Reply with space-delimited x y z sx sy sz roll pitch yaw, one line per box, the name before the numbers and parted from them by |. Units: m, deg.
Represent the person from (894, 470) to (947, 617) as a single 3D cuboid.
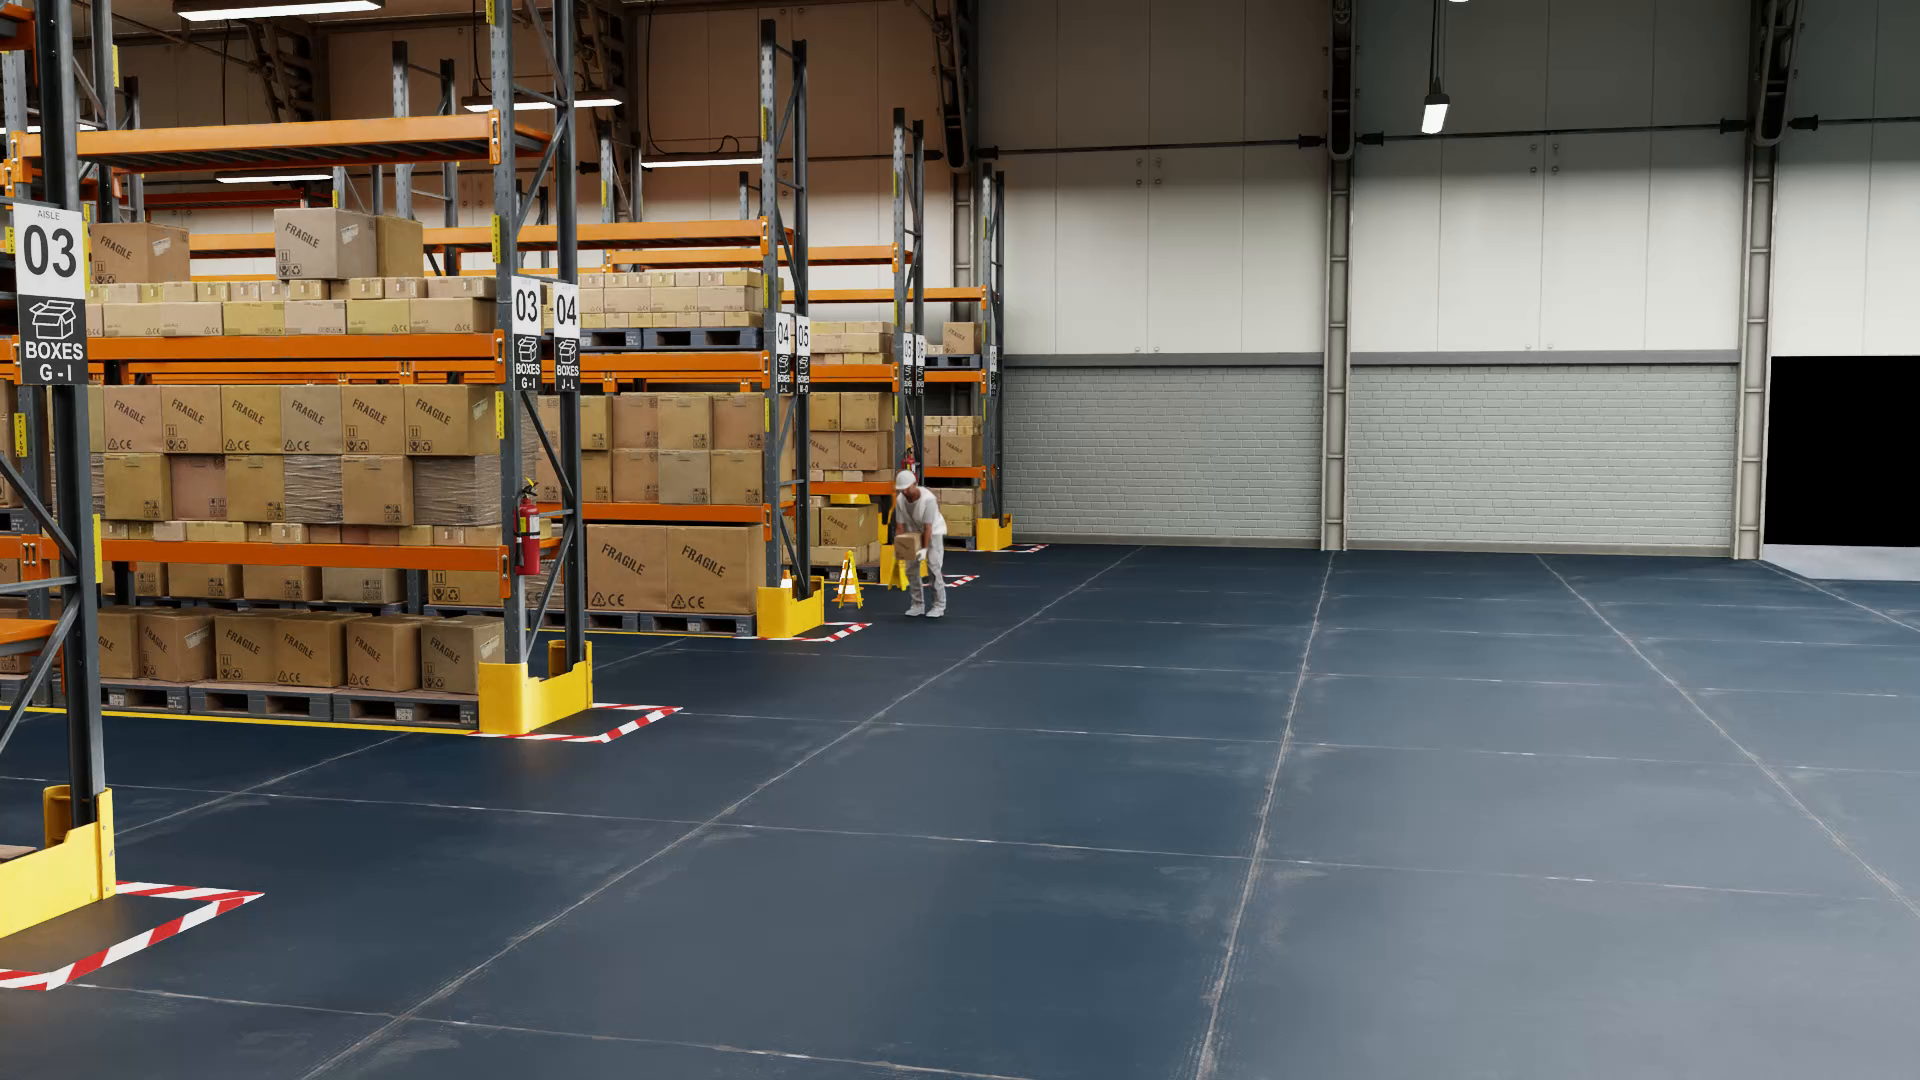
person | -0.453 0.038 17.928 0.475 1.608 0.771 3 6 31
